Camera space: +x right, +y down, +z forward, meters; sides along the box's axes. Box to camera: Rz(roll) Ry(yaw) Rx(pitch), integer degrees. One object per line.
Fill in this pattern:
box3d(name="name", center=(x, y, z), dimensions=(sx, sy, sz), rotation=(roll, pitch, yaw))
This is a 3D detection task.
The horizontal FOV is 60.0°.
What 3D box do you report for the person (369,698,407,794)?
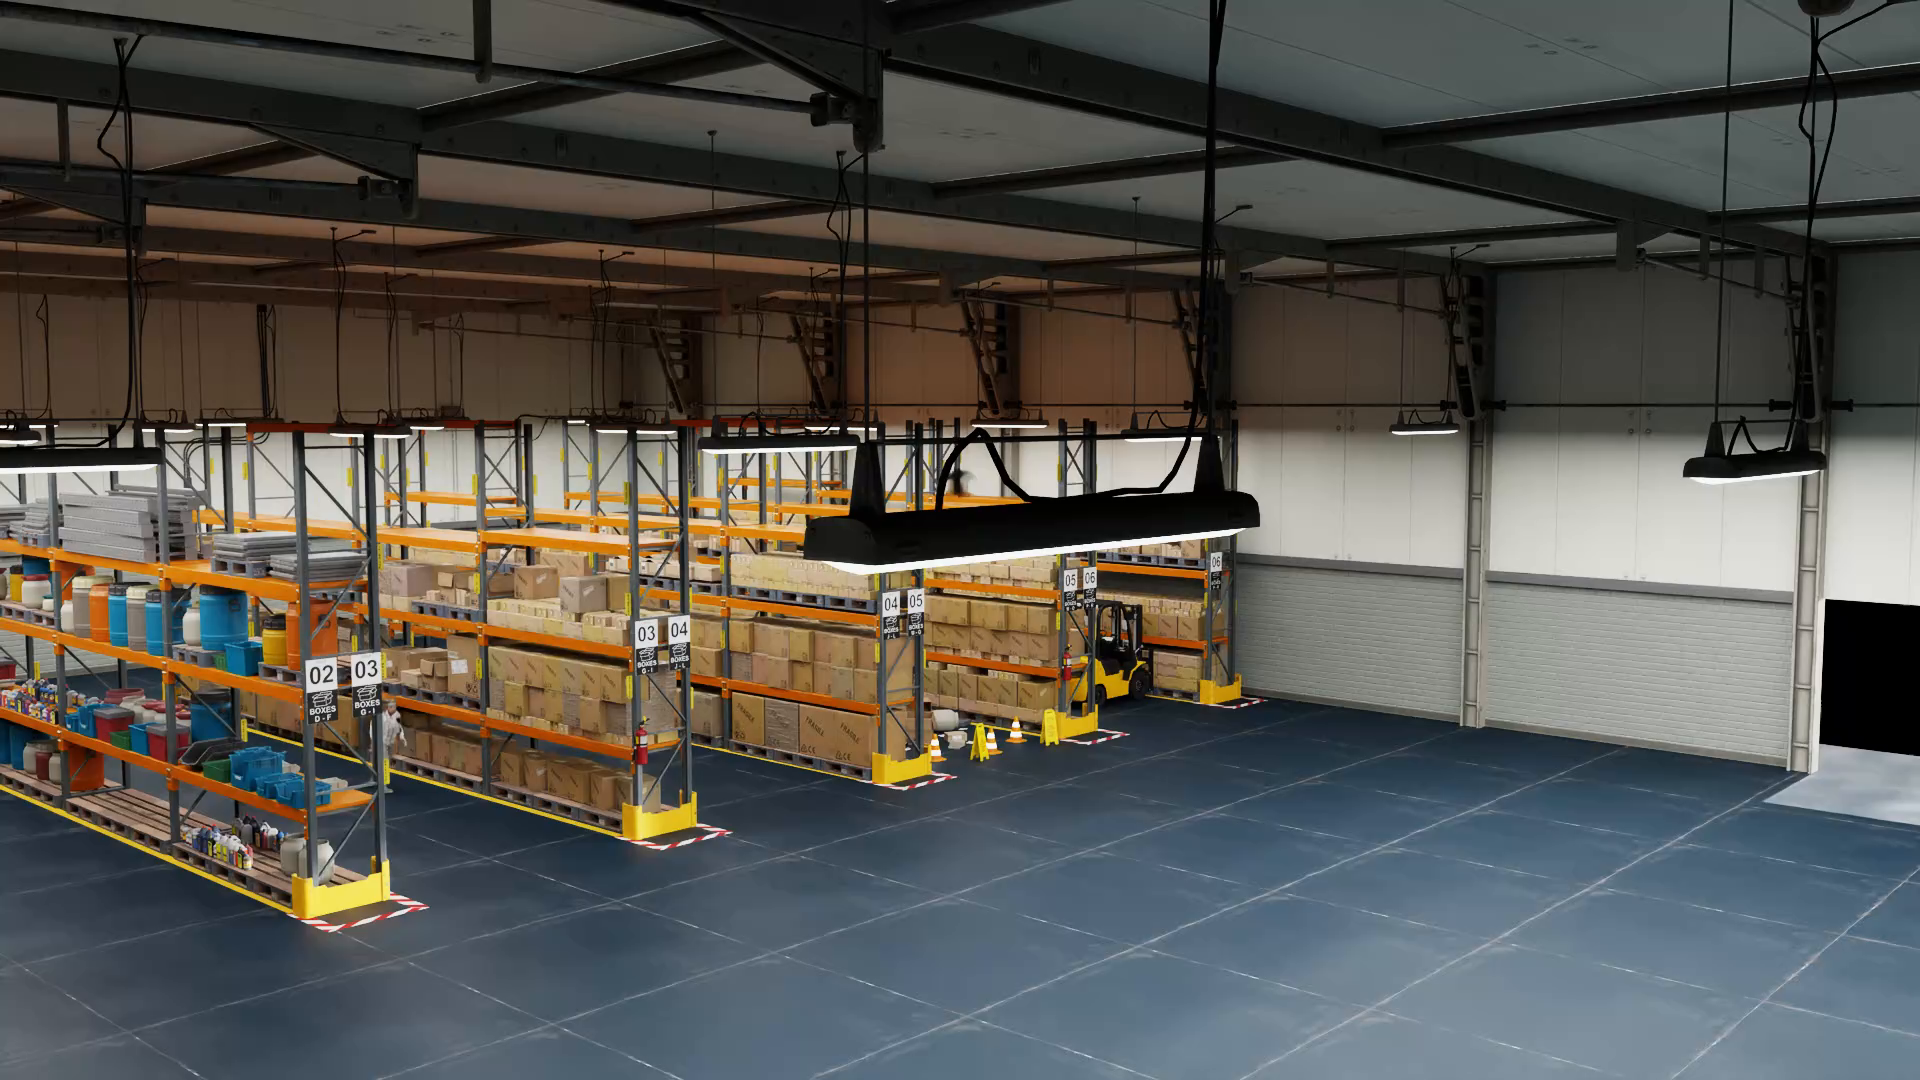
box3d(name="person", center=(-9.421, 3.325, 27.124), dimensions=(0.809, 1.588, 0.616), rotation=(2, 5, 25))
